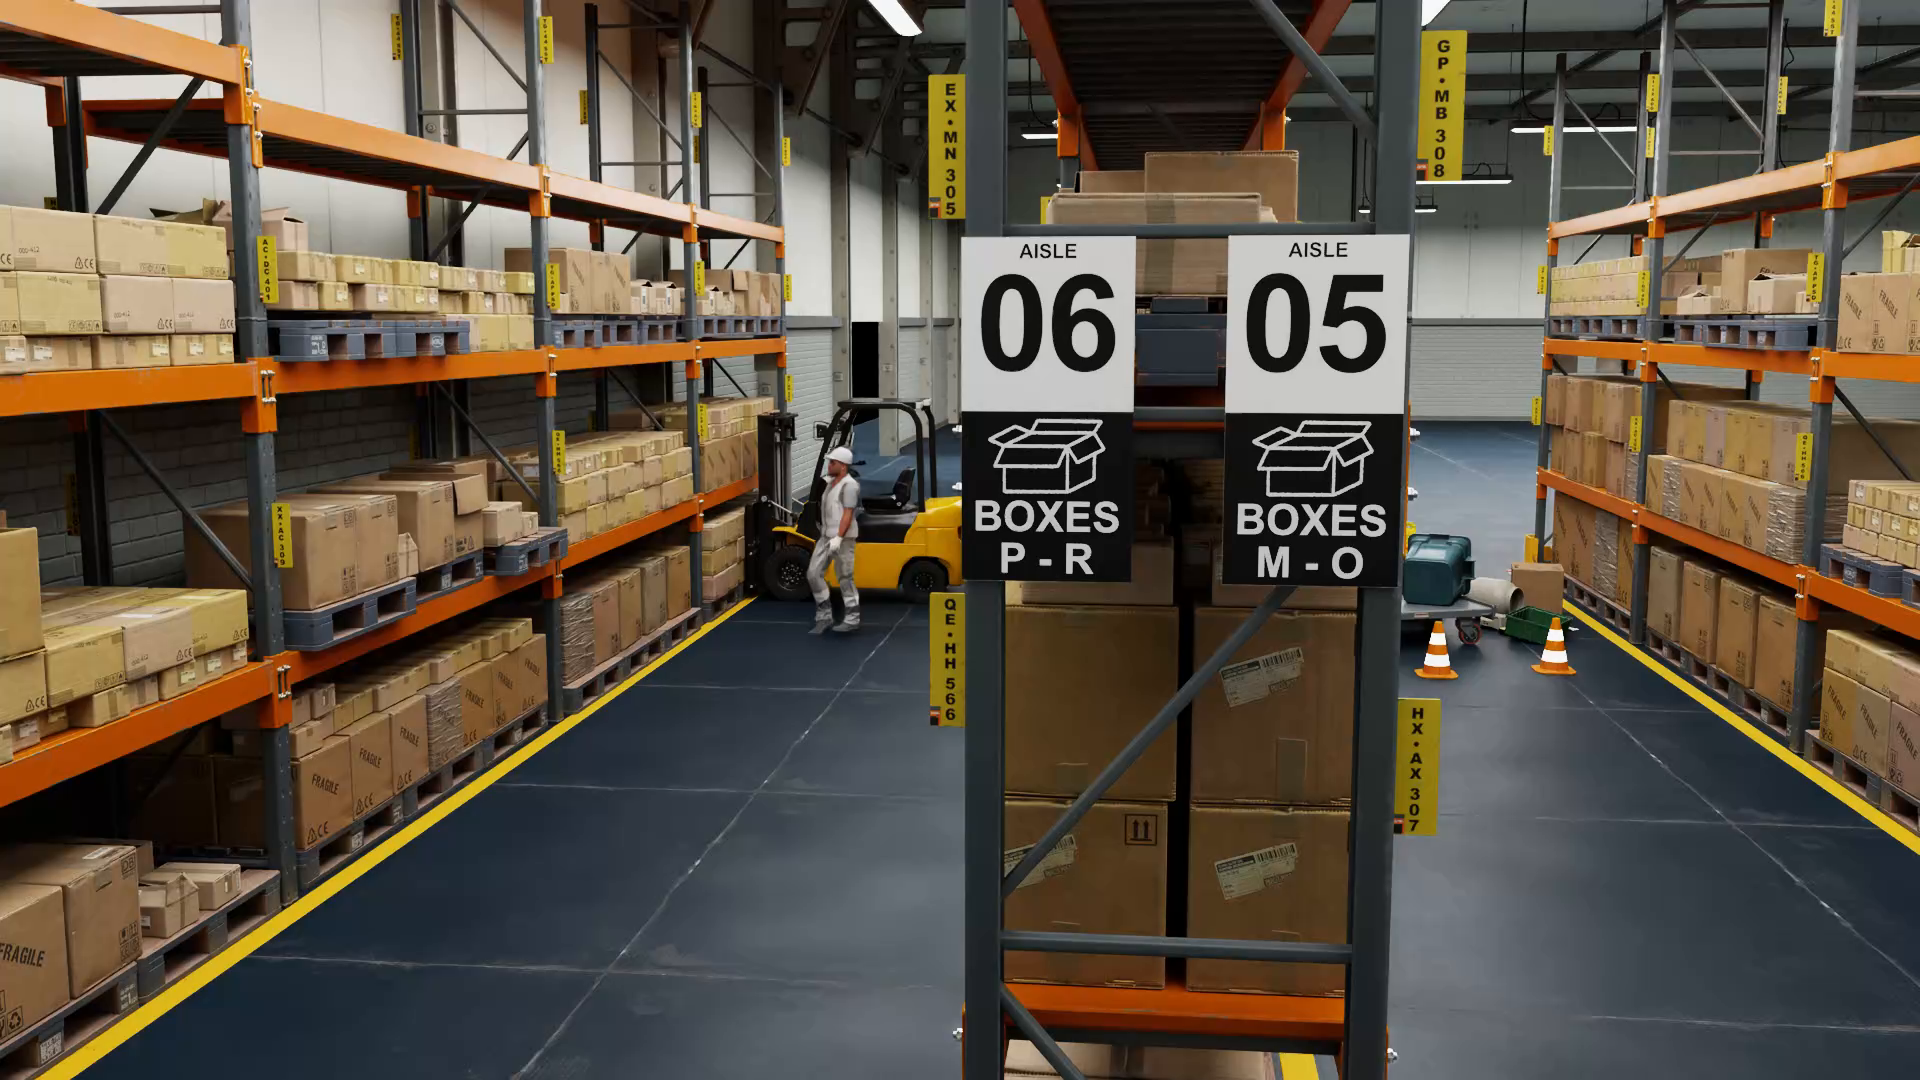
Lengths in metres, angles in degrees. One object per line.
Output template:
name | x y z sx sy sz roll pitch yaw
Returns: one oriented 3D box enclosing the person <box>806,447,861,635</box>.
person | -1.194 0.031 15.964 0.469 1.842 0.542 -5 9 -33
